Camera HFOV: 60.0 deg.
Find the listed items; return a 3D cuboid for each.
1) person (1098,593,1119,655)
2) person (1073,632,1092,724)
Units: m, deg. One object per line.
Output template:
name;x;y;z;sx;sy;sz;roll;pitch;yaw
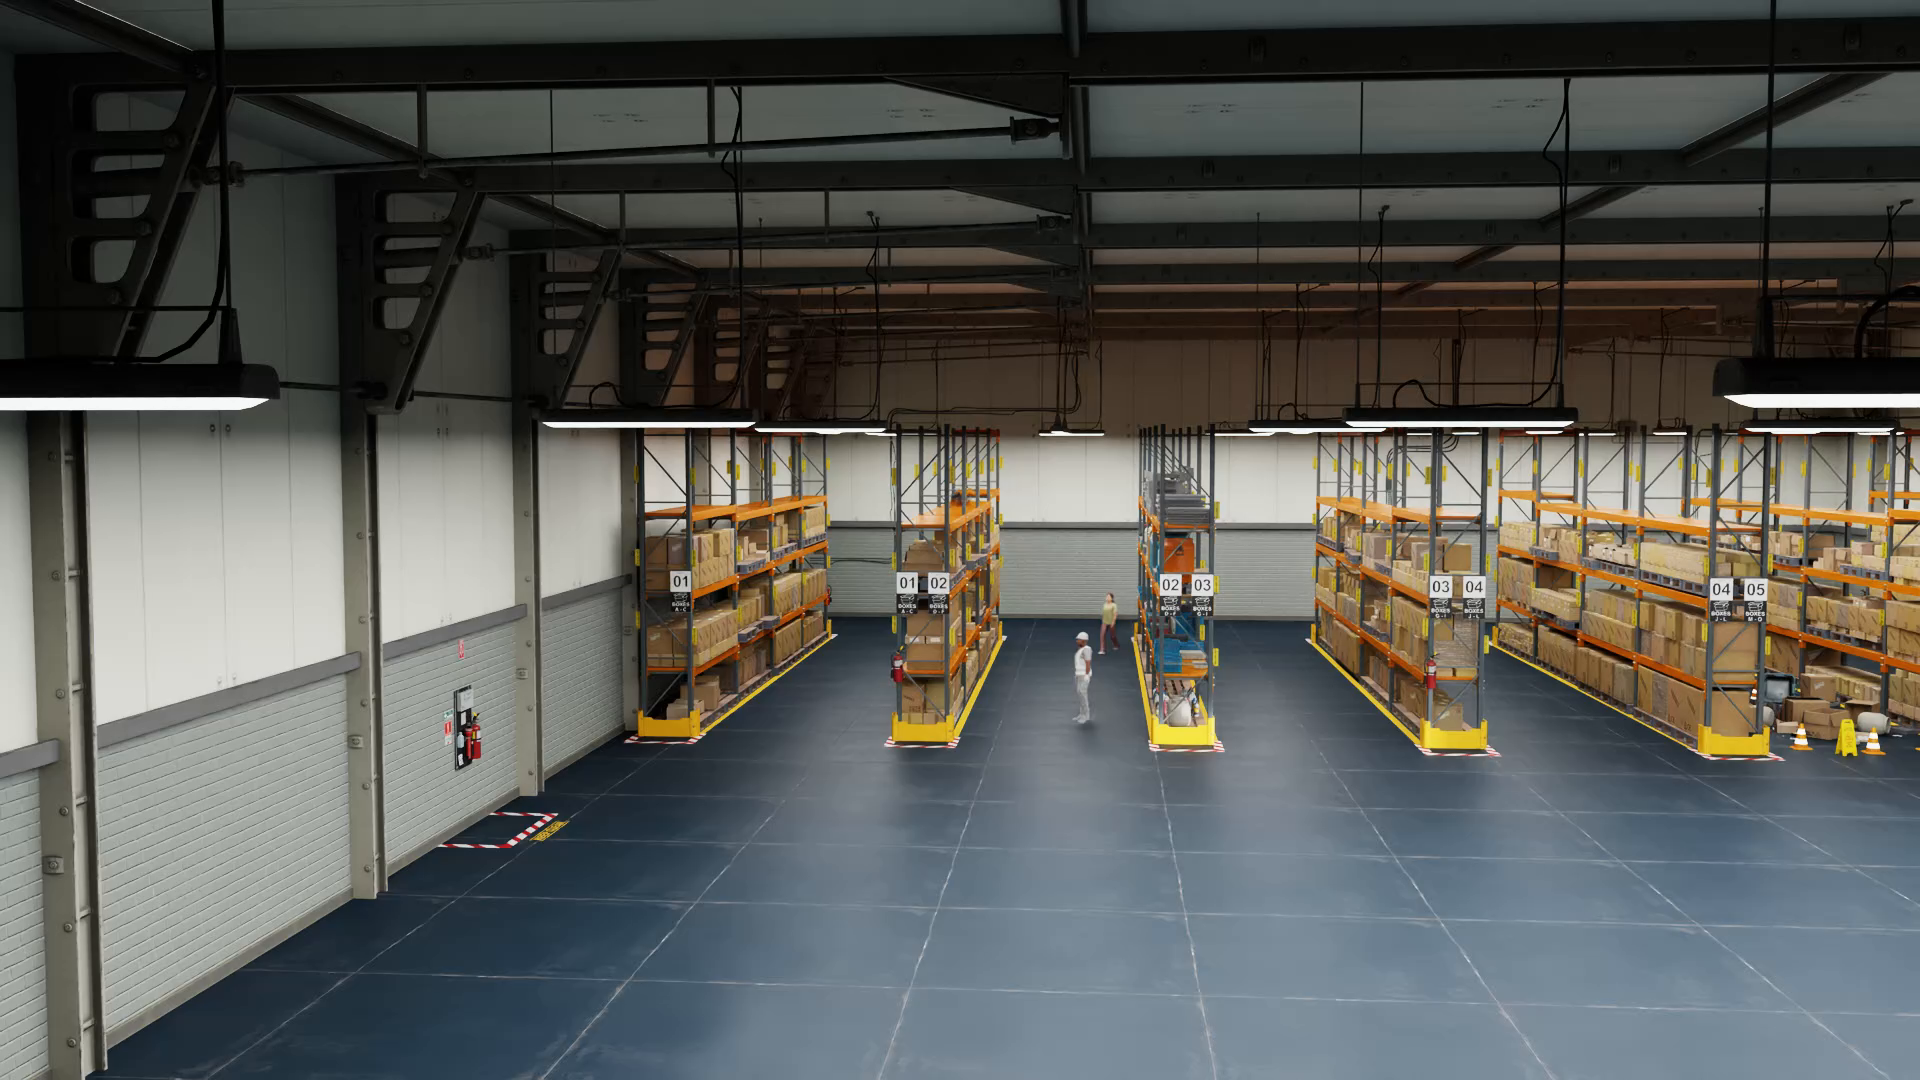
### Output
person;3.964;2.351;44.219;0.455;1.362;0.963;1;4;23
person;2.476;2.786;33.725;0.389;1.827;0.633;0;3;-5
